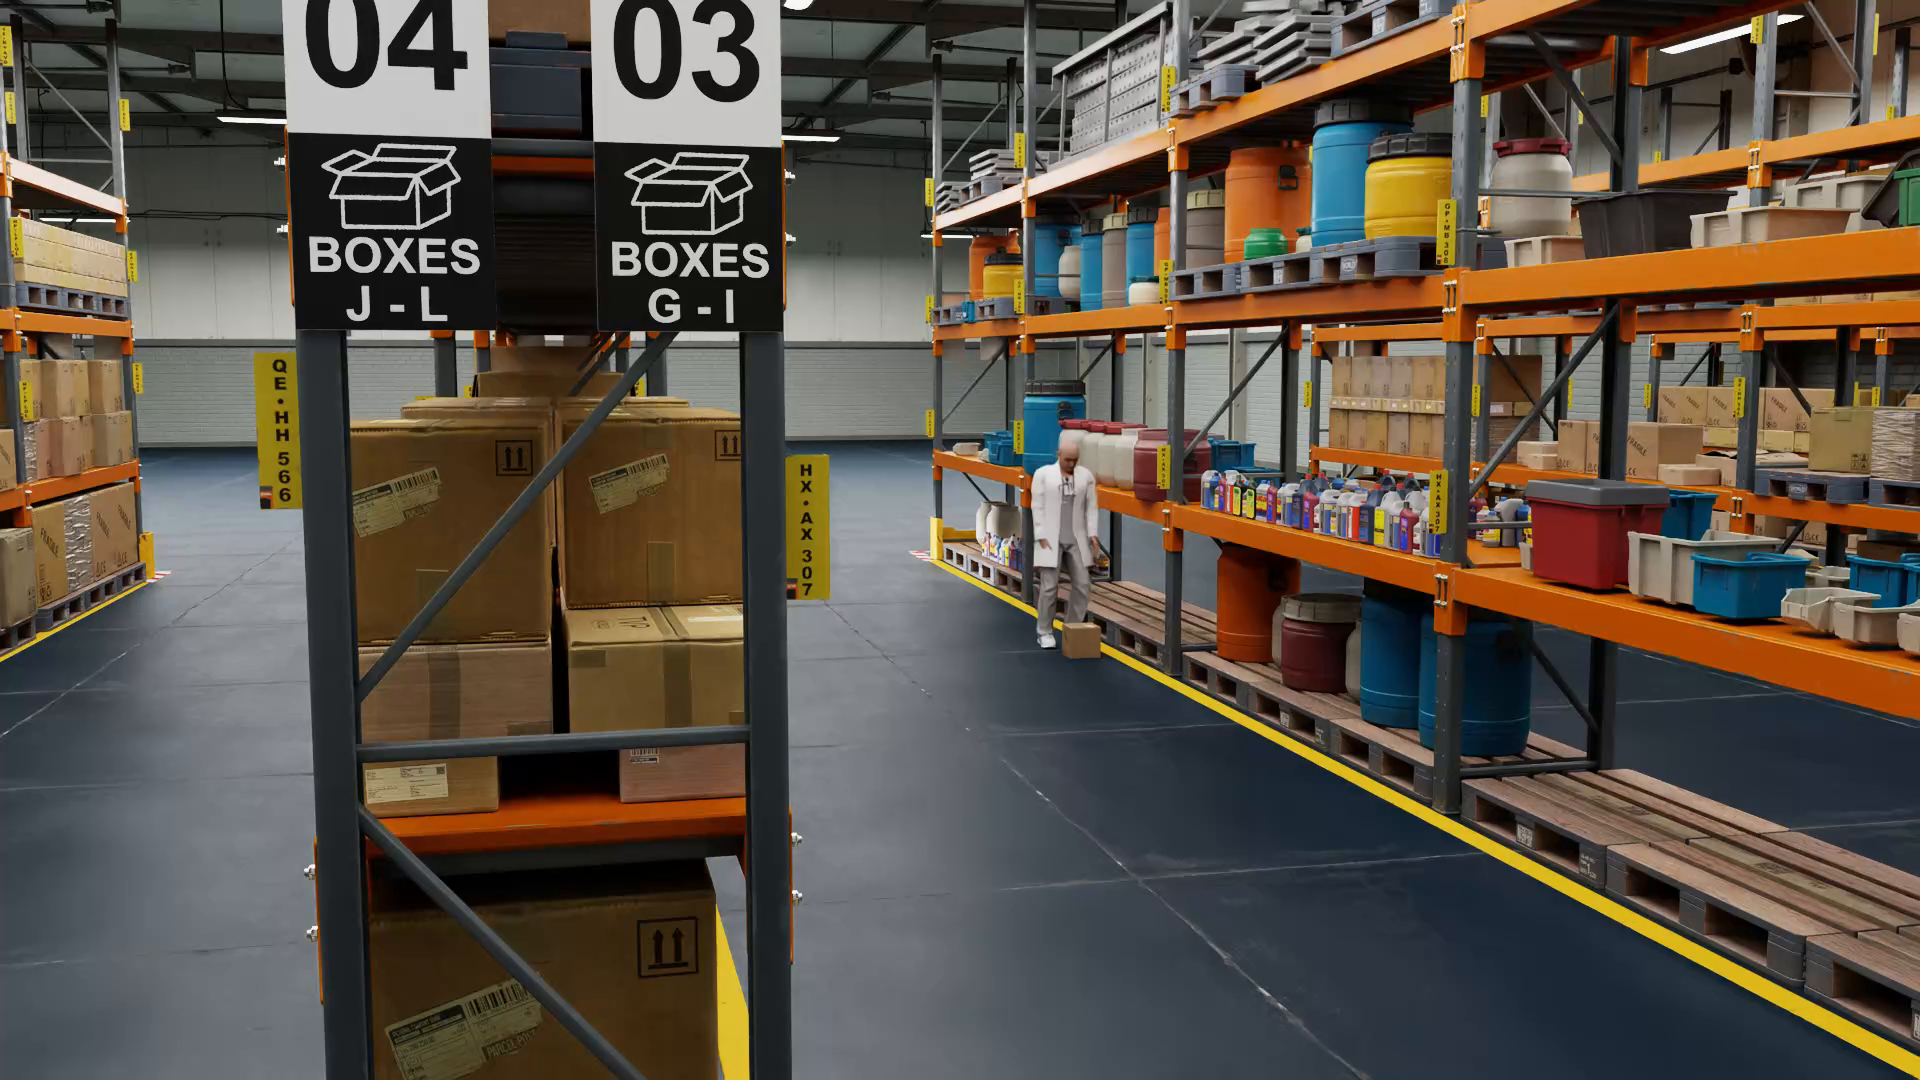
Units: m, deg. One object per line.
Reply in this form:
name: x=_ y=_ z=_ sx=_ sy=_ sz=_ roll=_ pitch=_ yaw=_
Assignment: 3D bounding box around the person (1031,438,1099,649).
person: x=0.883 y=0.024 z=13.871 sx=0.583 sy=1.745 sz=0.403 roll=-1 pitch=6 yaw=-12
